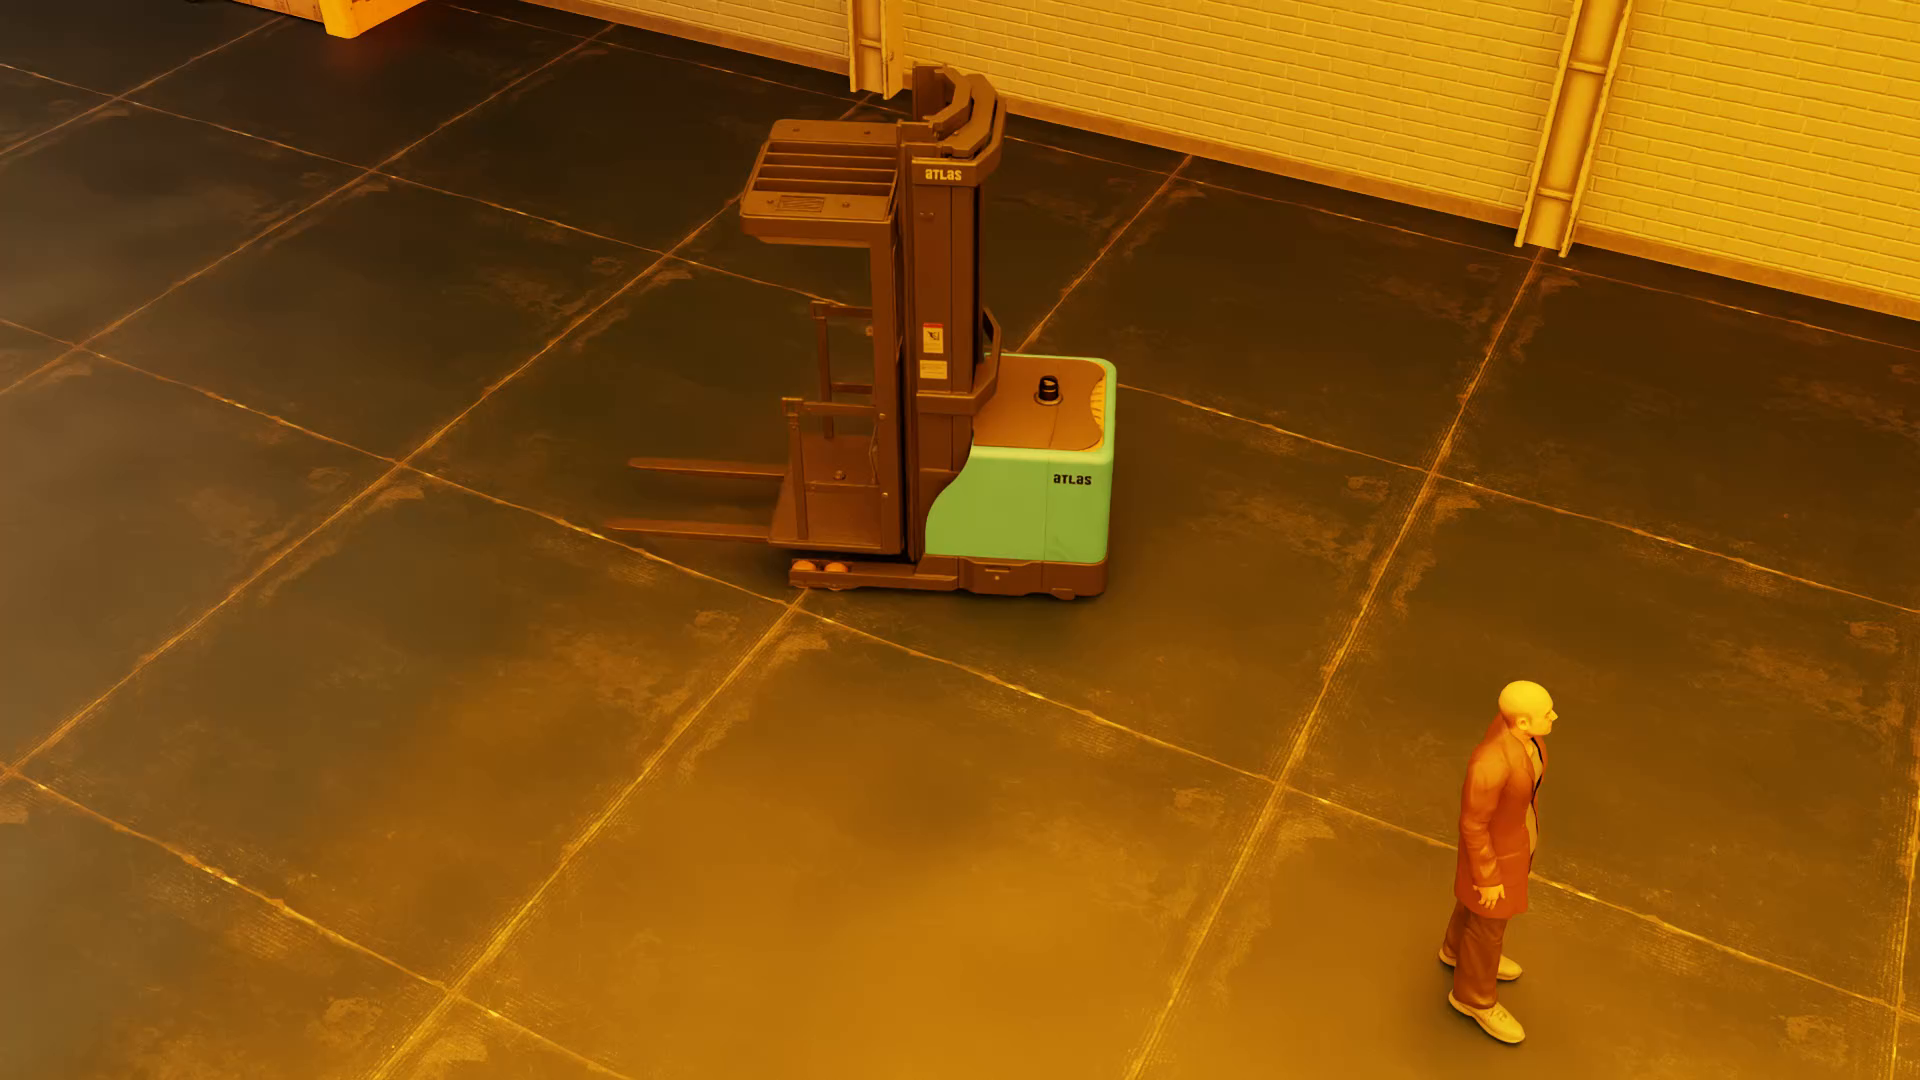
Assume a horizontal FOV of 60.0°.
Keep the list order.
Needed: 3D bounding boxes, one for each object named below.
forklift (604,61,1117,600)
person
[{"bbox_3d":[-0.606,-1.157,9.360,3.031,2.935,1.130,3,40,4],"label":"forklift"},{"bbox_3d":[2.441,1.353,7.264,0.582,1.775,0.694,21,44,23],"label":"person"}]
